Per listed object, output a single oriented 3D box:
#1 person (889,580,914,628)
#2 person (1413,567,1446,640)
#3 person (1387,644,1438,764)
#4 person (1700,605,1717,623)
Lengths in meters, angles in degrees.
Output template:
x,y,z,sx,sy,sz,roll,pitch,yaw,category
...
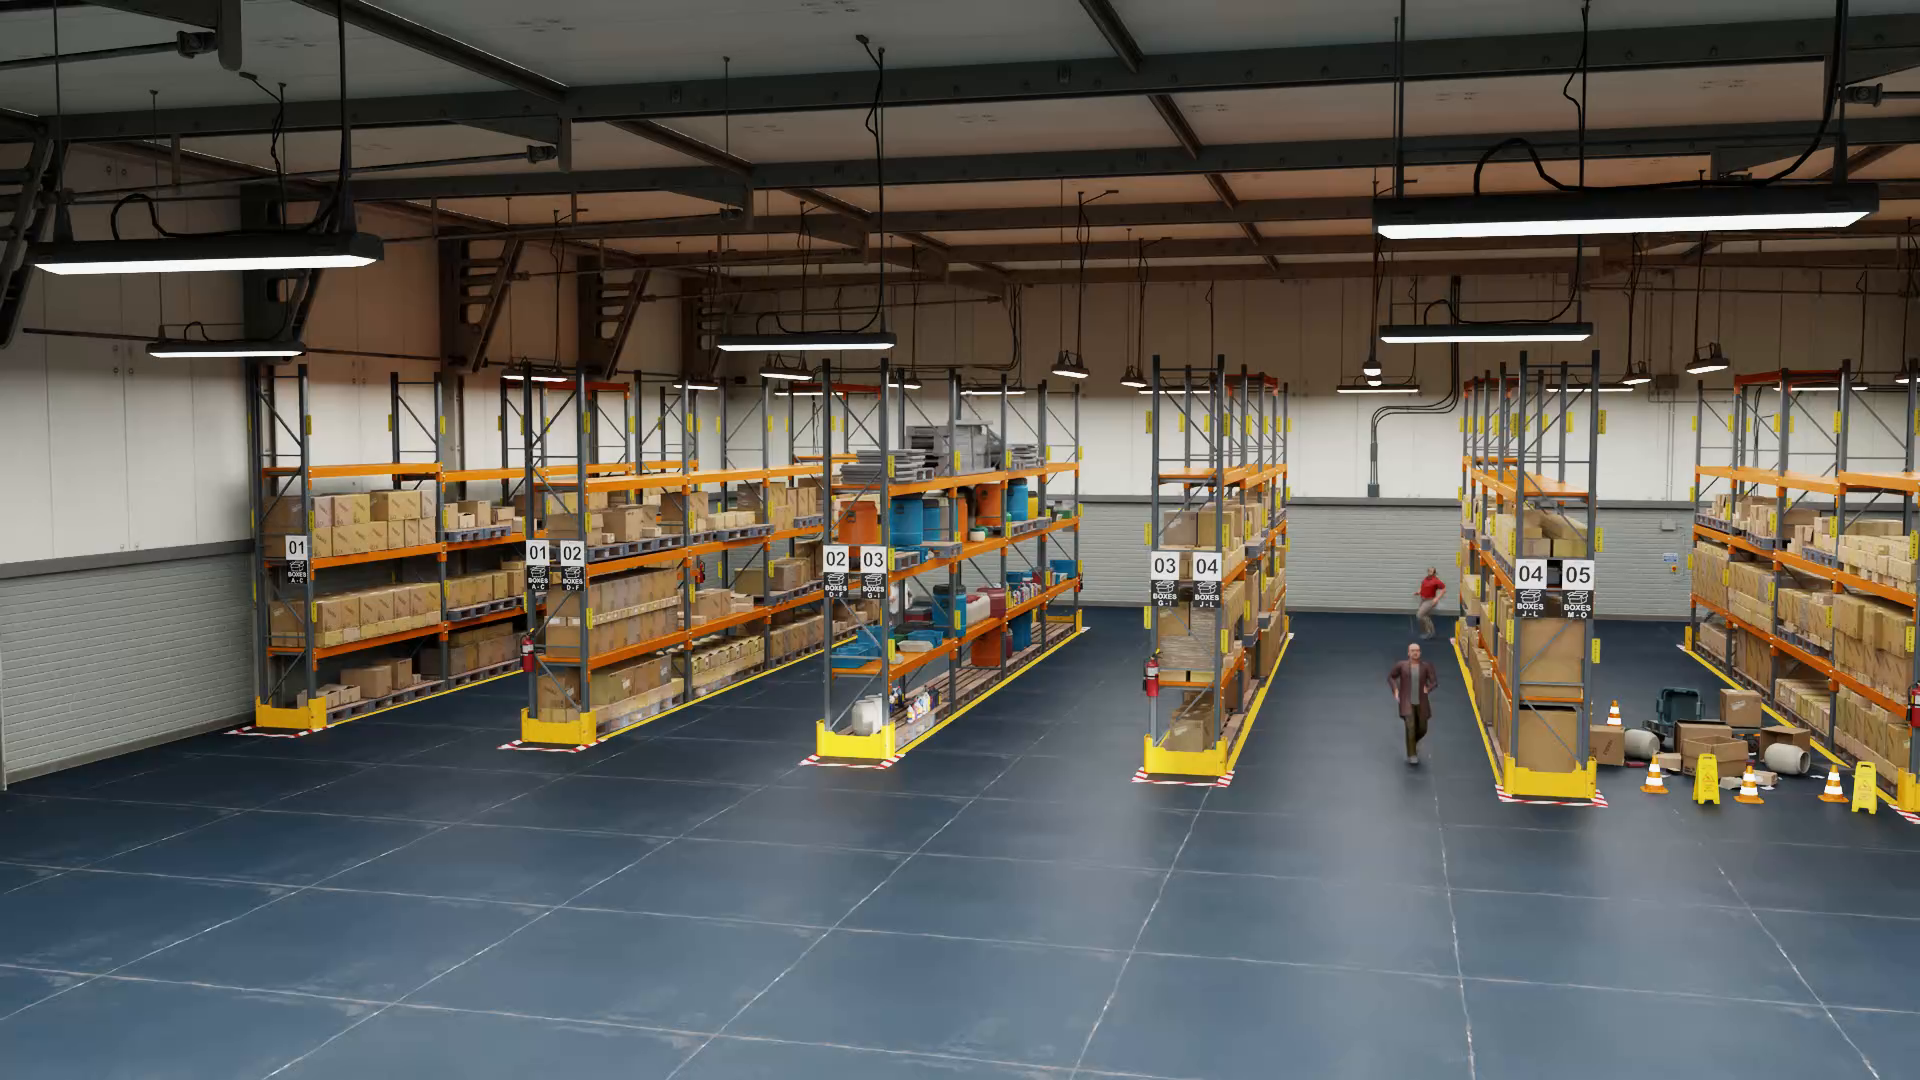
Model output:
x,y,z,sx,sy,sz,roll,pitch,yaw,category
-1.354,1.589,36.465,0.662,1.750,0.960,0,4,4,person
10.944,1.495,38.875,0.655,1.744,0.729,-1,4,-16,person
6.756,2.419,24.811,0.720,1.745,0.897,0,4,6,person
17.267,1.576,38.124,0.554,1.601,0.700,2,5,30,person
